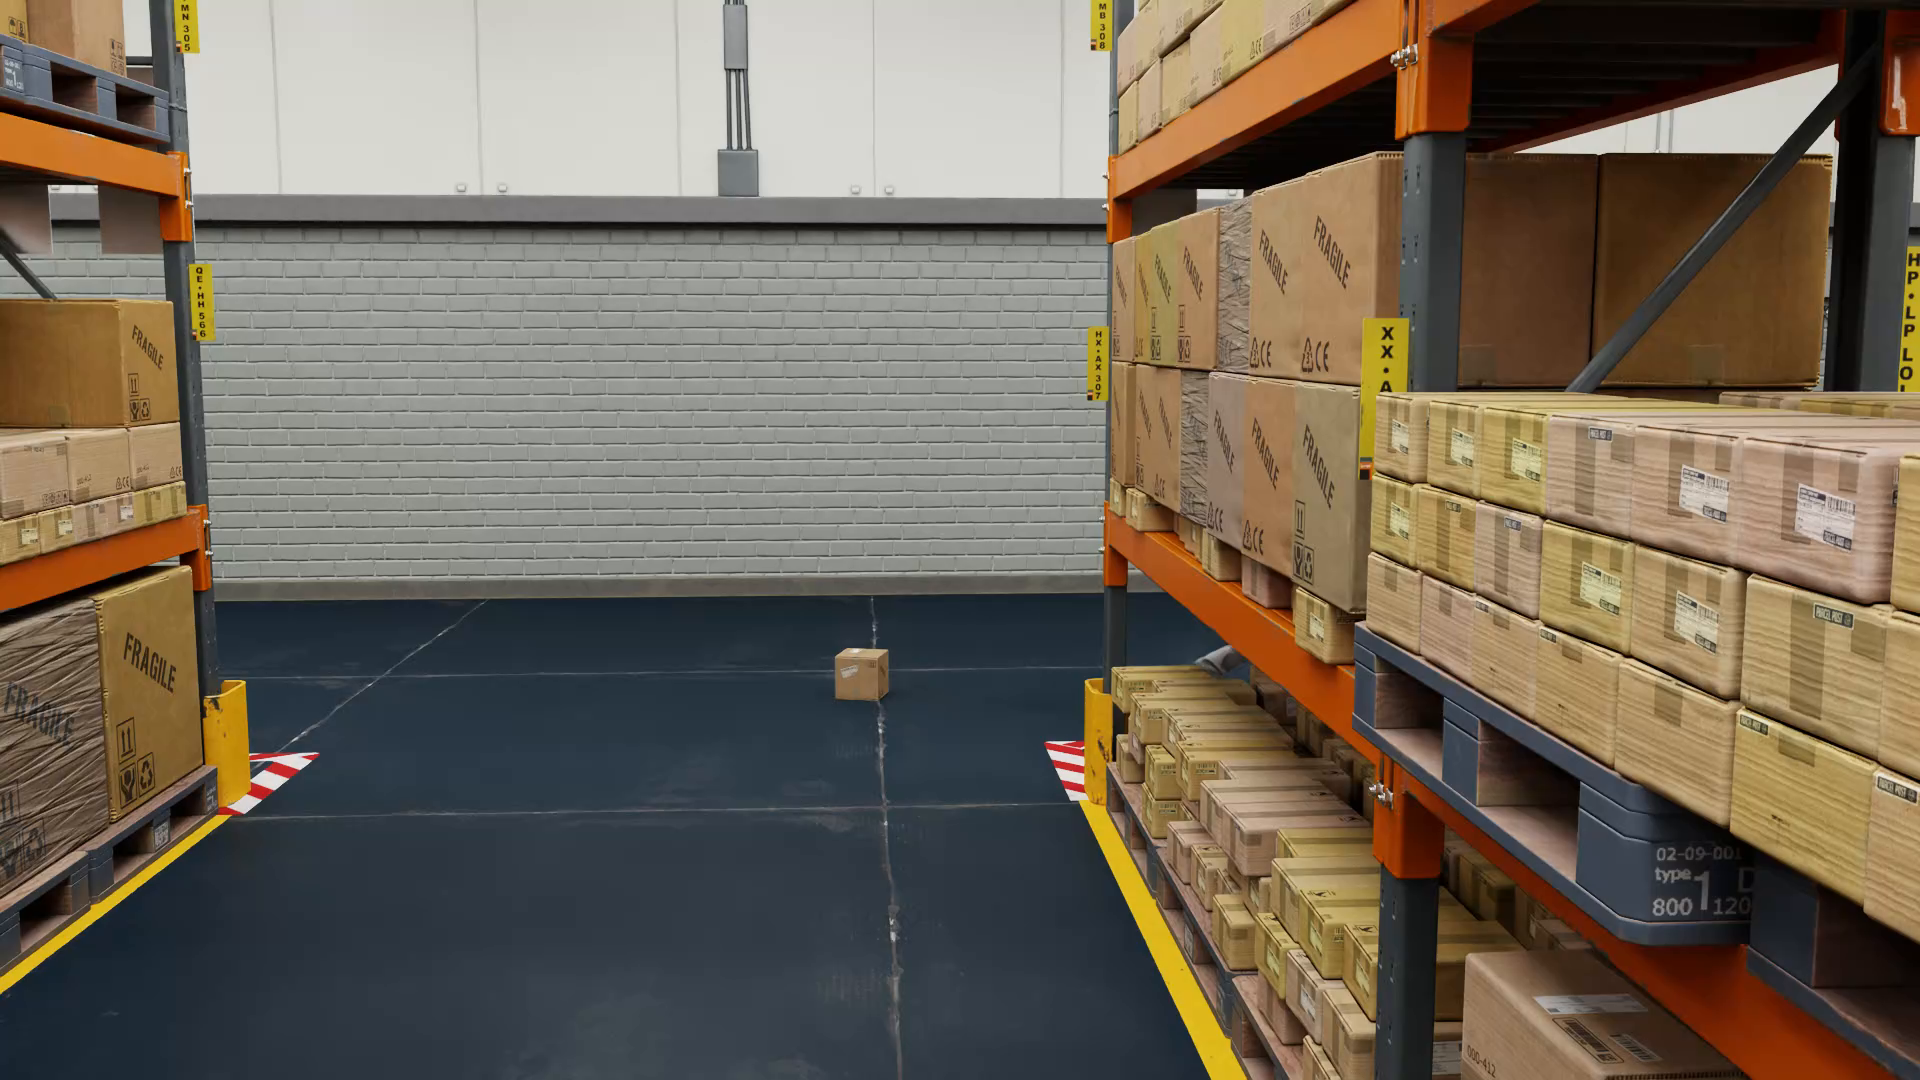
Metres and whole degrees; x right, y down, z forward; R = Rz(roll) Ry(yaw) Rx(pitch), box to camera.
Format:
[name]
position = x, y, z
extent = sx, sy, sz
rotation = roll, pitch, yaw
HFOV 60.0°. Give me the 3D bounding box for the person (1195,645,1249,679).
[person]
position = 1.610, 0.194, 8.683
extent = 0.841, 1.553, 0.397
rotation = 3, 8, 24
